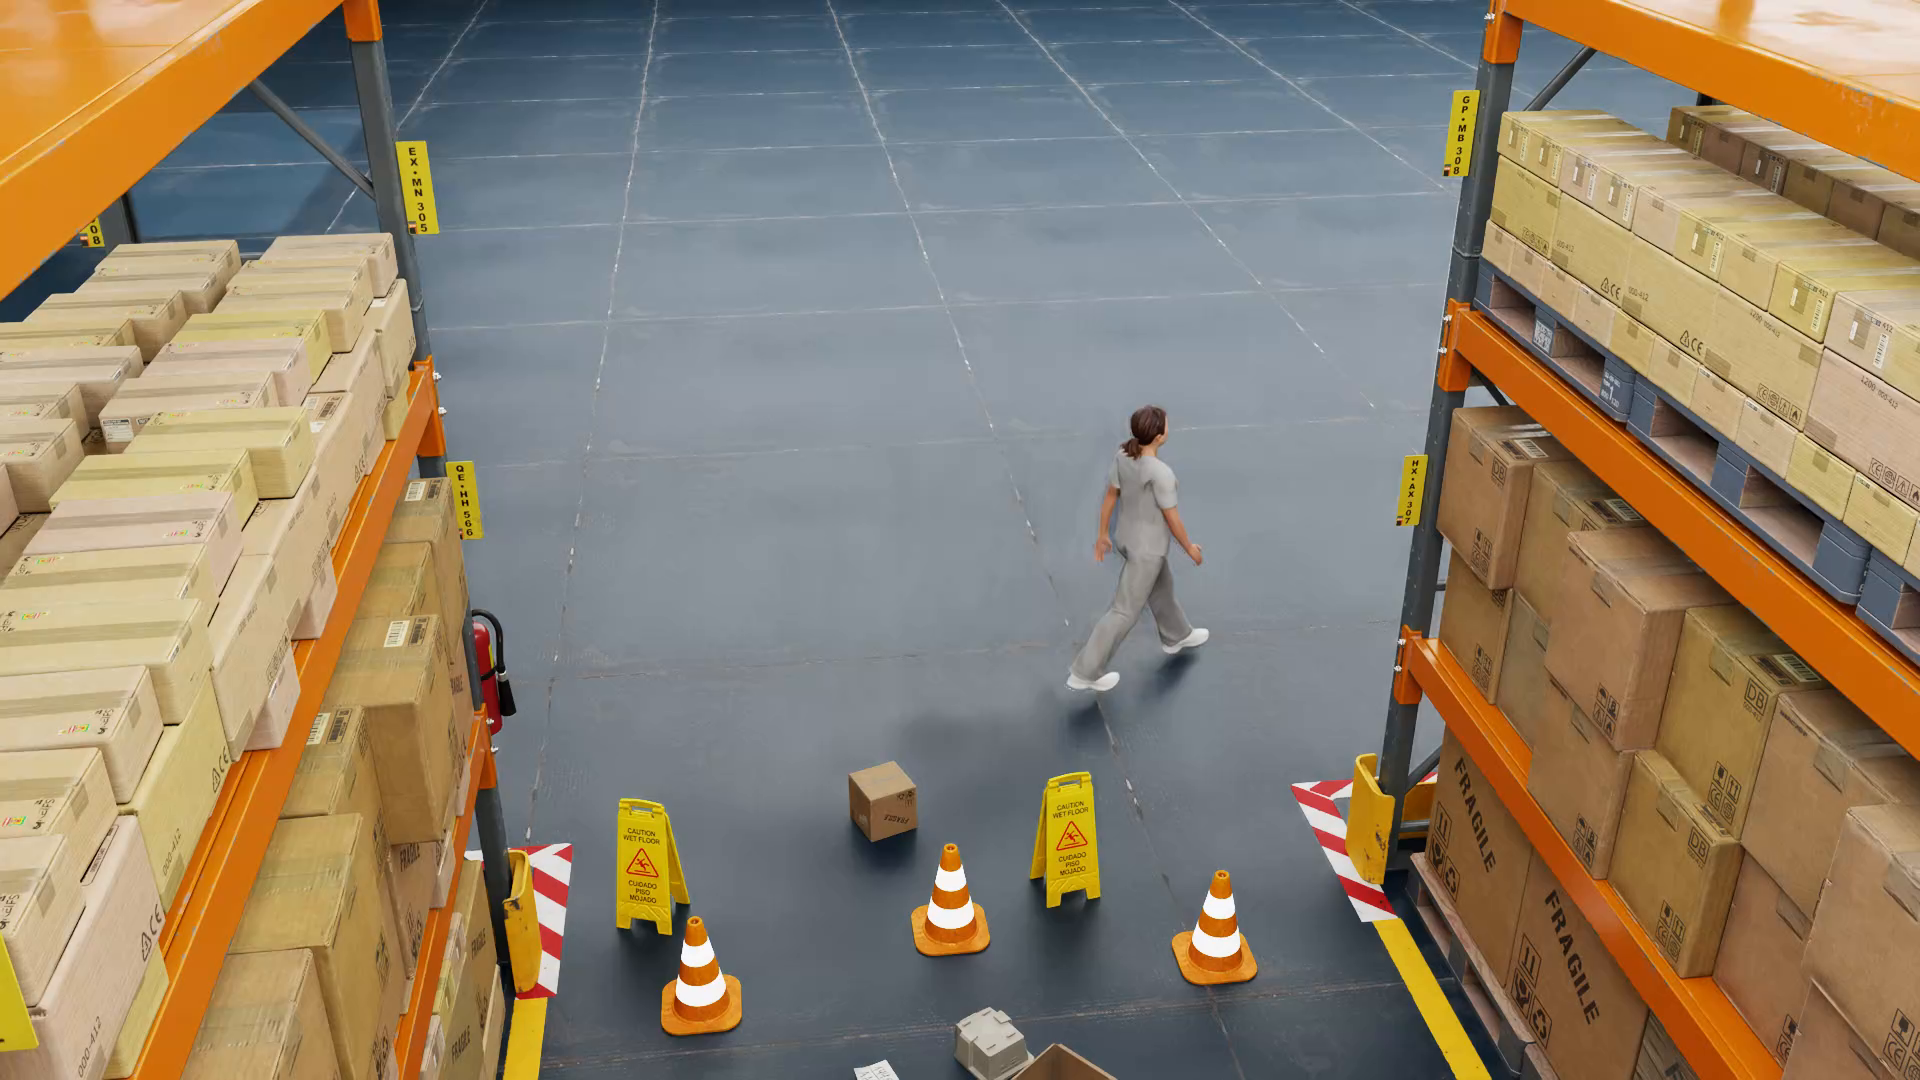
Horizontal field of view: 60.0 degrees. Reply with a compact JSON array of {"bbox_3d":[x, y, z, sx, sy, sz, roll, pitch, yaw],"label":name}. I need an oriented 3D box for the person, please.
[{"bbox_3d":[1.026,0.023,9.064,1.047,1.591,0.473,-14,30,-24],"label":"person"}]
